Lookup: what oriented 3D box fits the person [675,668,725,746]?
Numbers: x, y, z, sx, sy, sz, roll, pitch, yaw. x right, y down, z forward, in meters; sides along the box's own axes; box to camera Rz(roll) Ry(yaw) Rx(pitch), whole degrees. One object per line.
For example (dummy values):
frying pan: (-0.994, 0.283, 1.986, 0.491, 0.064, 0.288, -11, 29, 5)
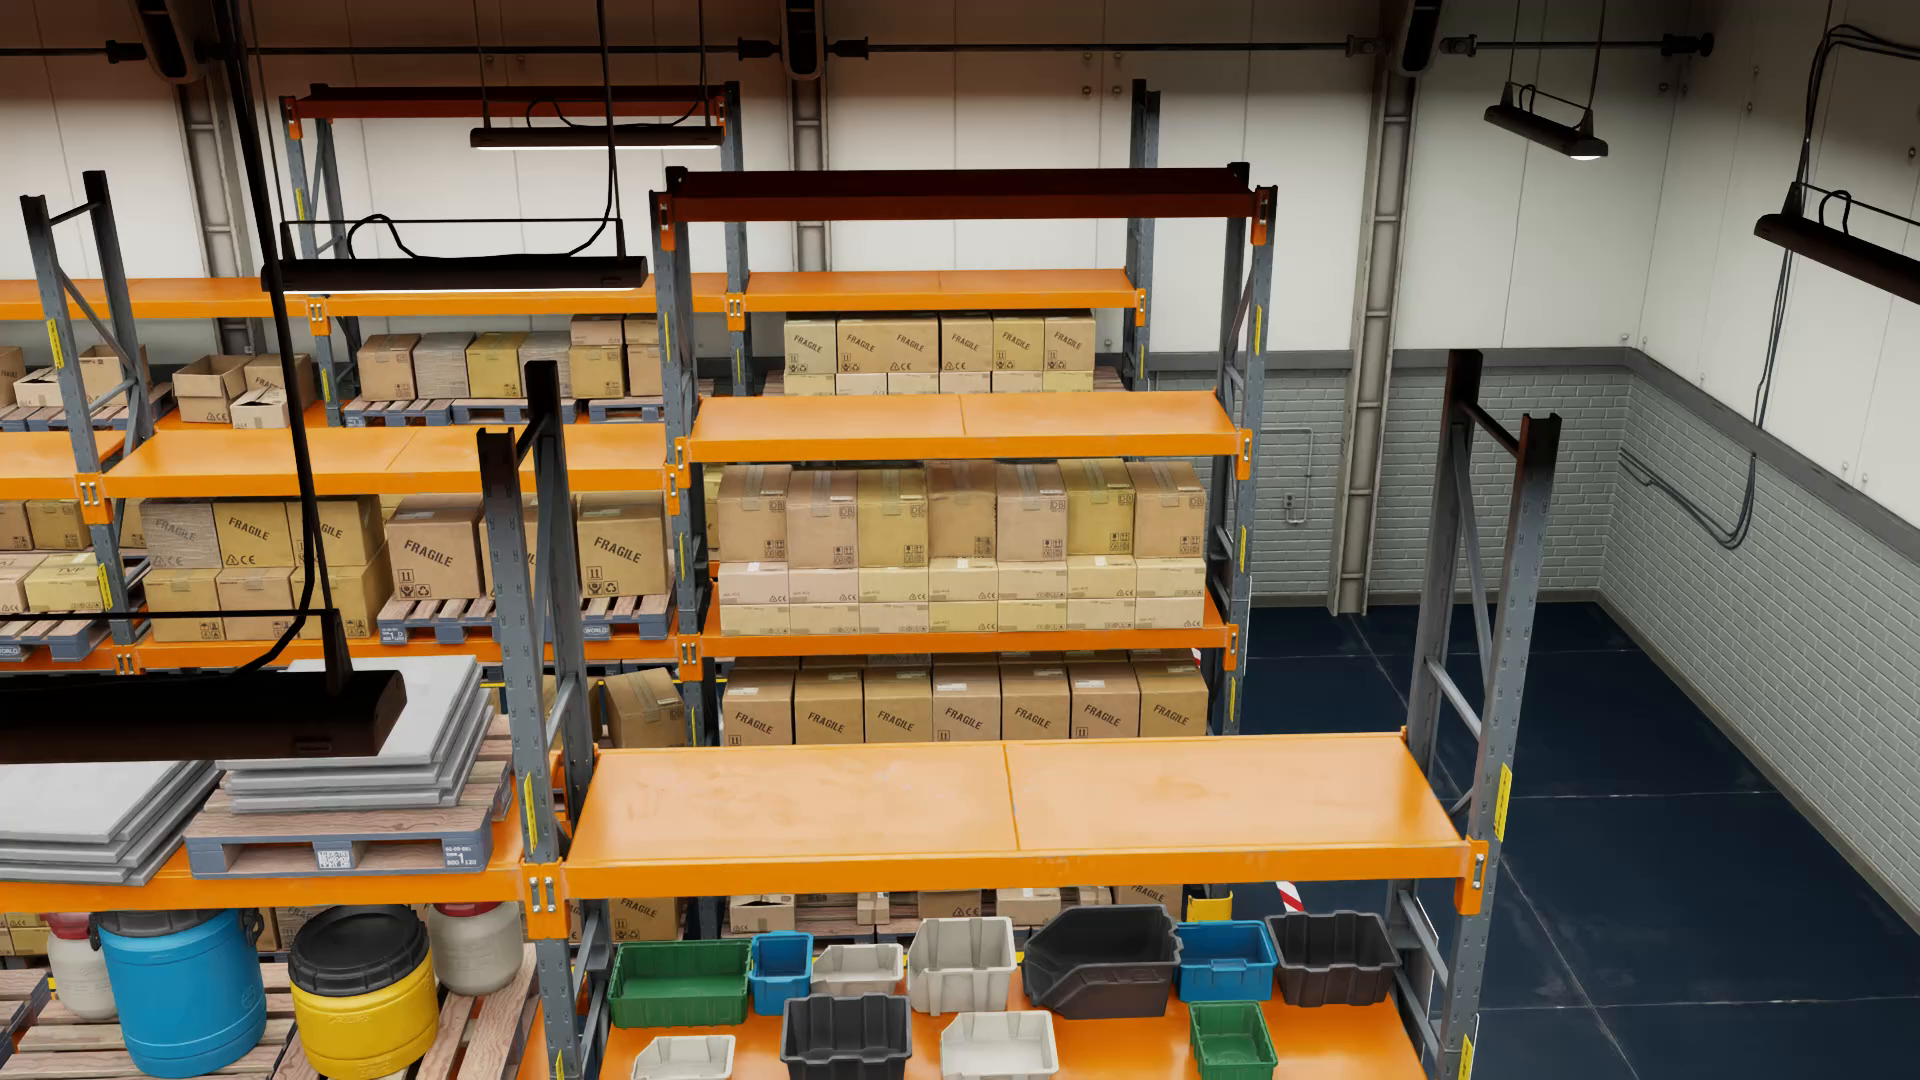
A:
person: (-2.181, 1.765, 14.656, 0.572, 1.647, 0.571, -4, 23, -10)
